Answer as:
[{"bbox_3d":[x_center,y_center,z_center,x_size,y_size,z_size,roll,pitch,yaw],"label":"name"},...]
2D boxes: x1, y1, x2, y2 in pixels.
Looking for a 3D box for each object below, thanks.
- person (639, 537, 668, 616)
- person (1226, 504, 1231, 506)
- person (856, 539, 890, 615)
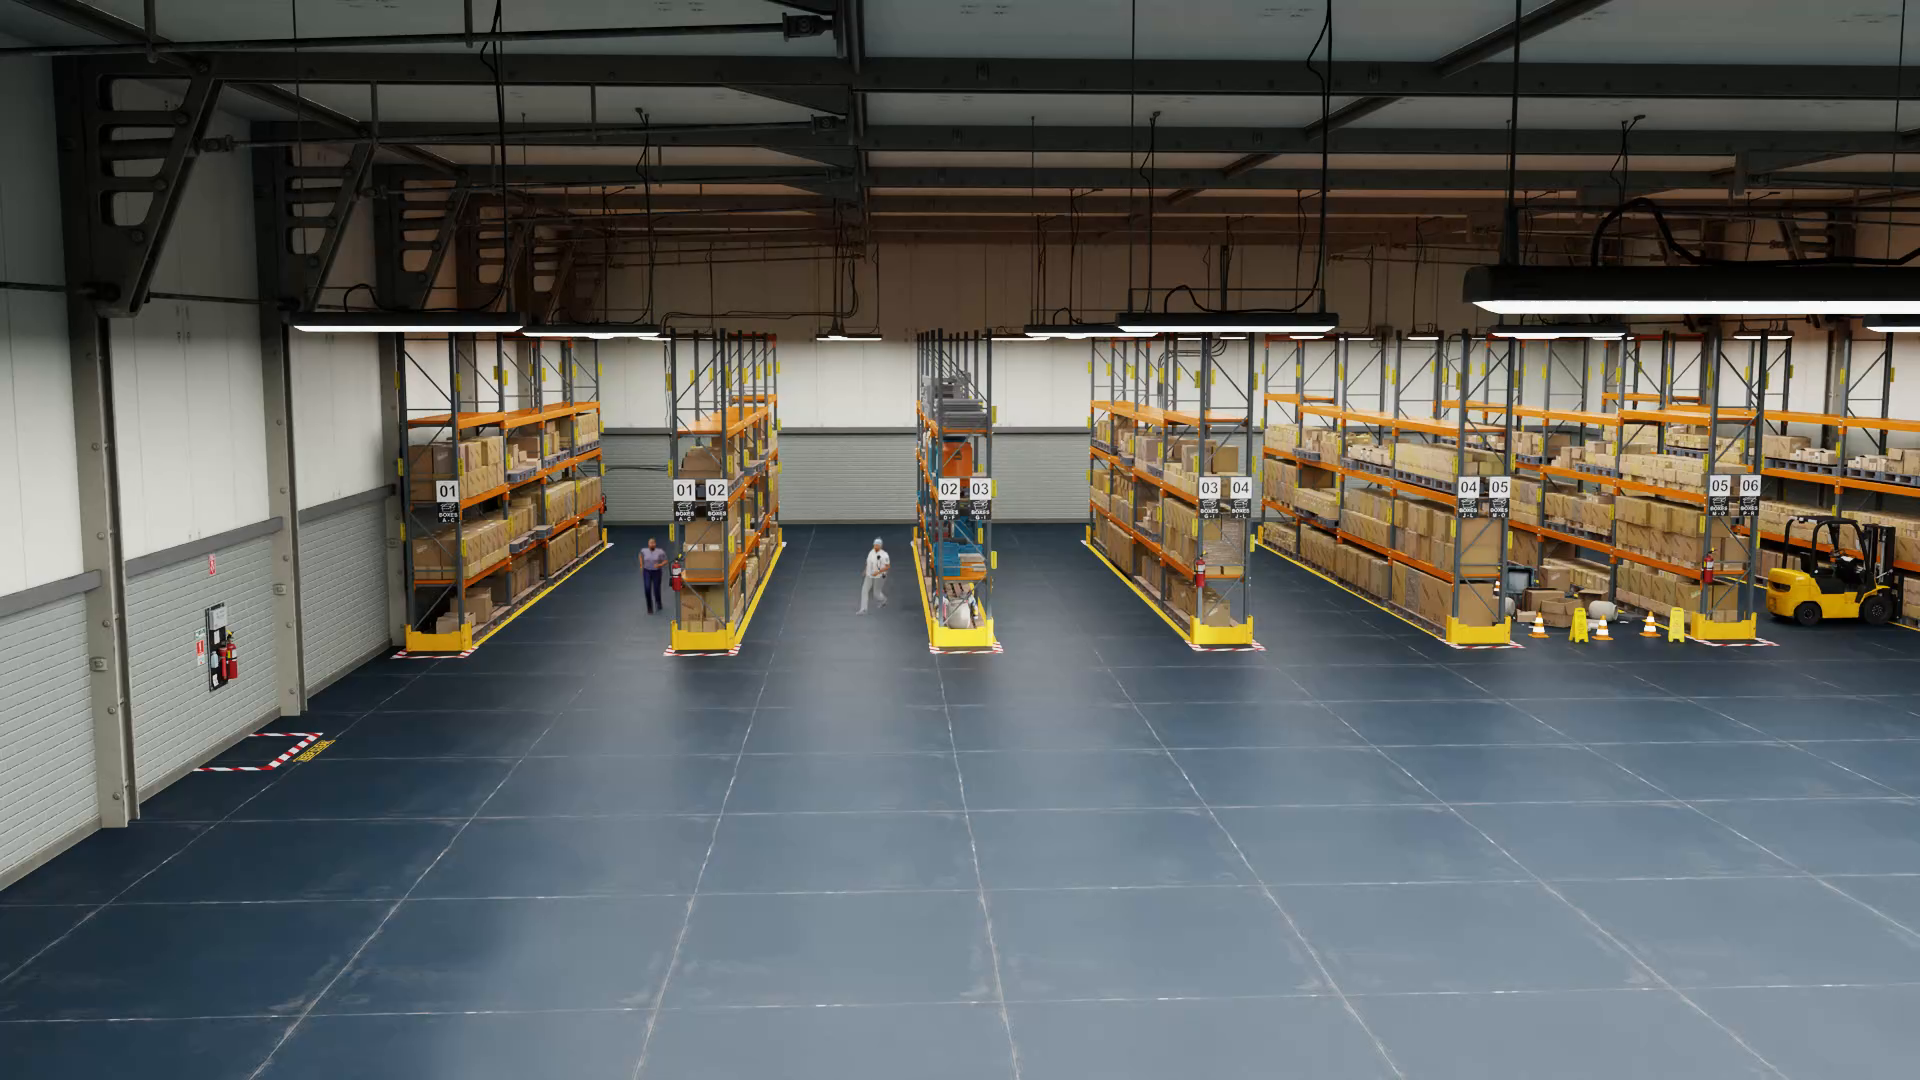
[{"bbox_3d":[-6.541,0.750,35.498,0.619,1.670,0.829,-1,7,-5],"label":"person"},{"bbox_3d":[7.666,-0.733,48.060,0.570,1.614,0.559,1,7,10],"label":"person"},{"bbox_3d":[-1.767,0.771,35.116,0.646,1.608,0.877,4,8,30],"label":"person"}]
